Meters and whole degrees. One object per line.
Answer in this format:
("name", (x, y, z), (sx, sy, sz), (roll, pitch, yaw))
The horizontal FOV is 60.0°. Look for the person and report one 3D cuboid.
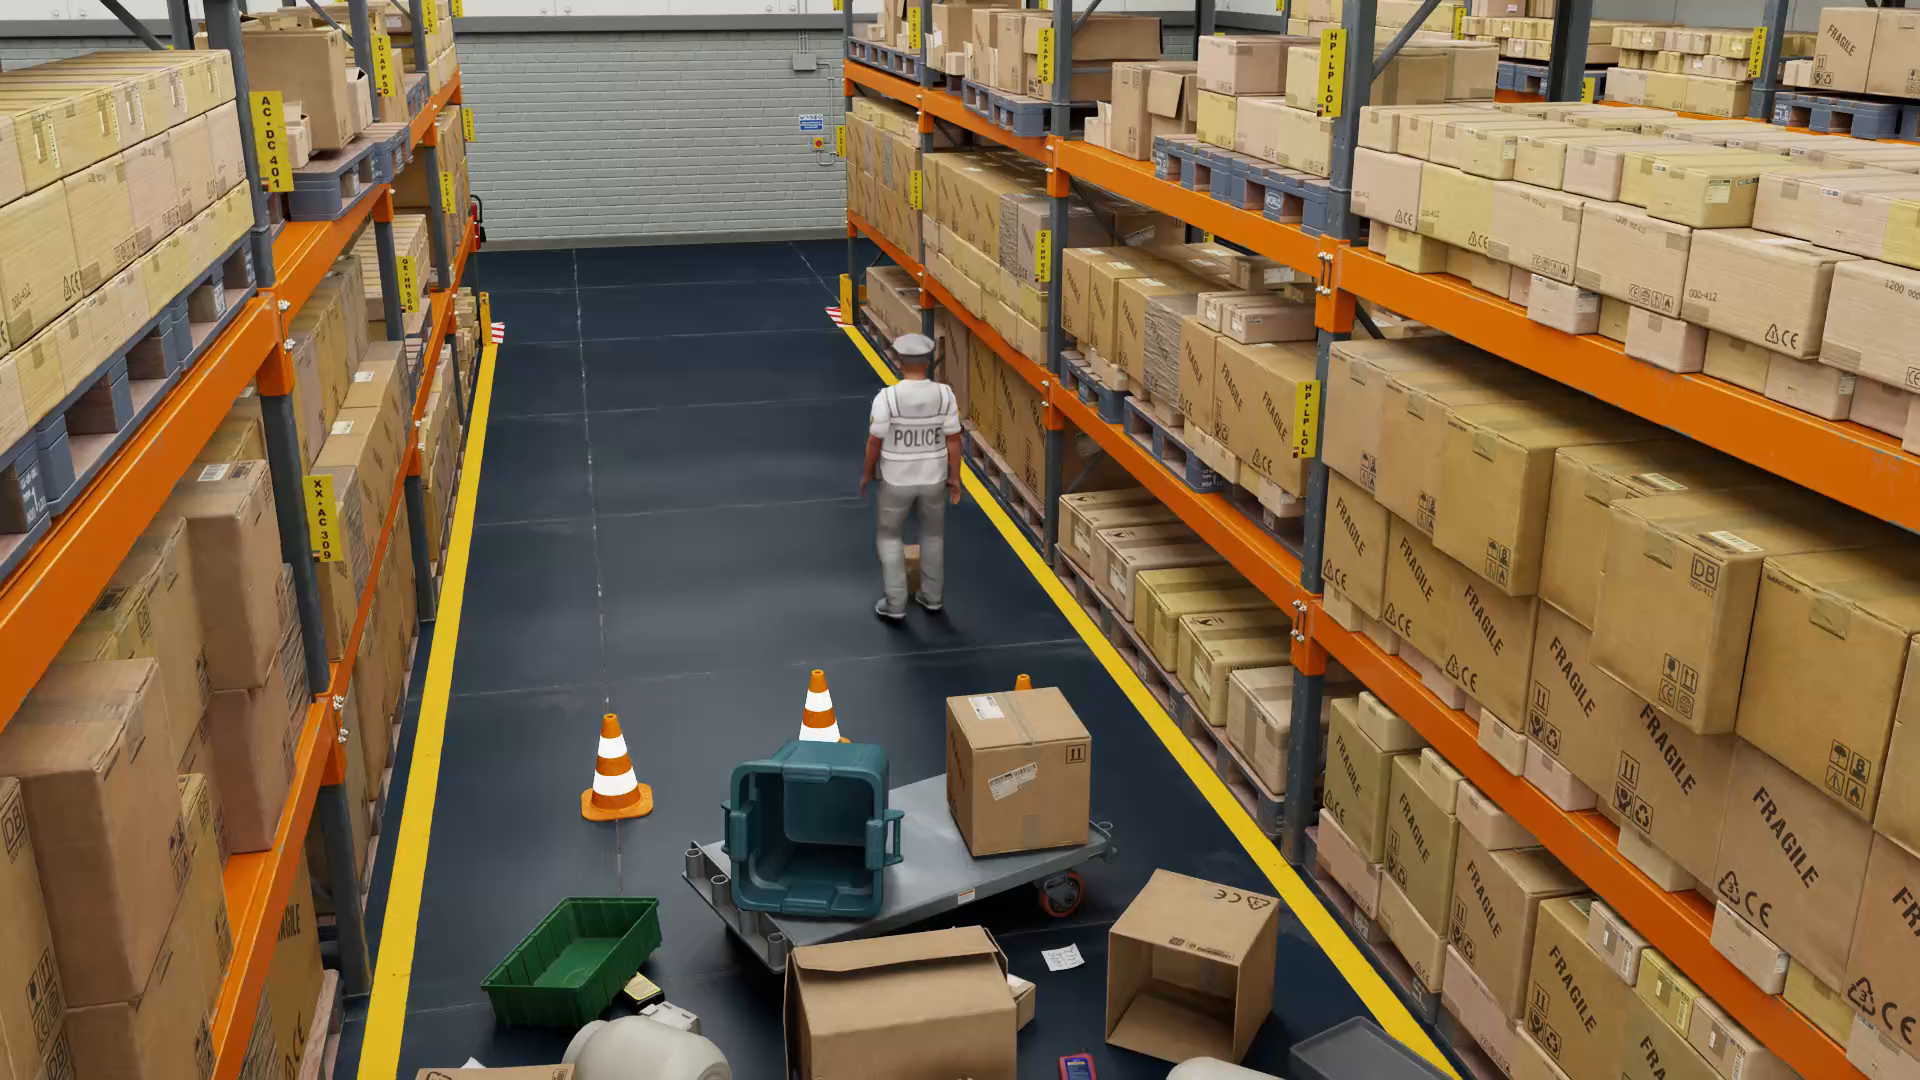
("person", (-0.305, -0.387, 10.098), (0.586, 1.770, 0.502), (-6, 20, -17))
